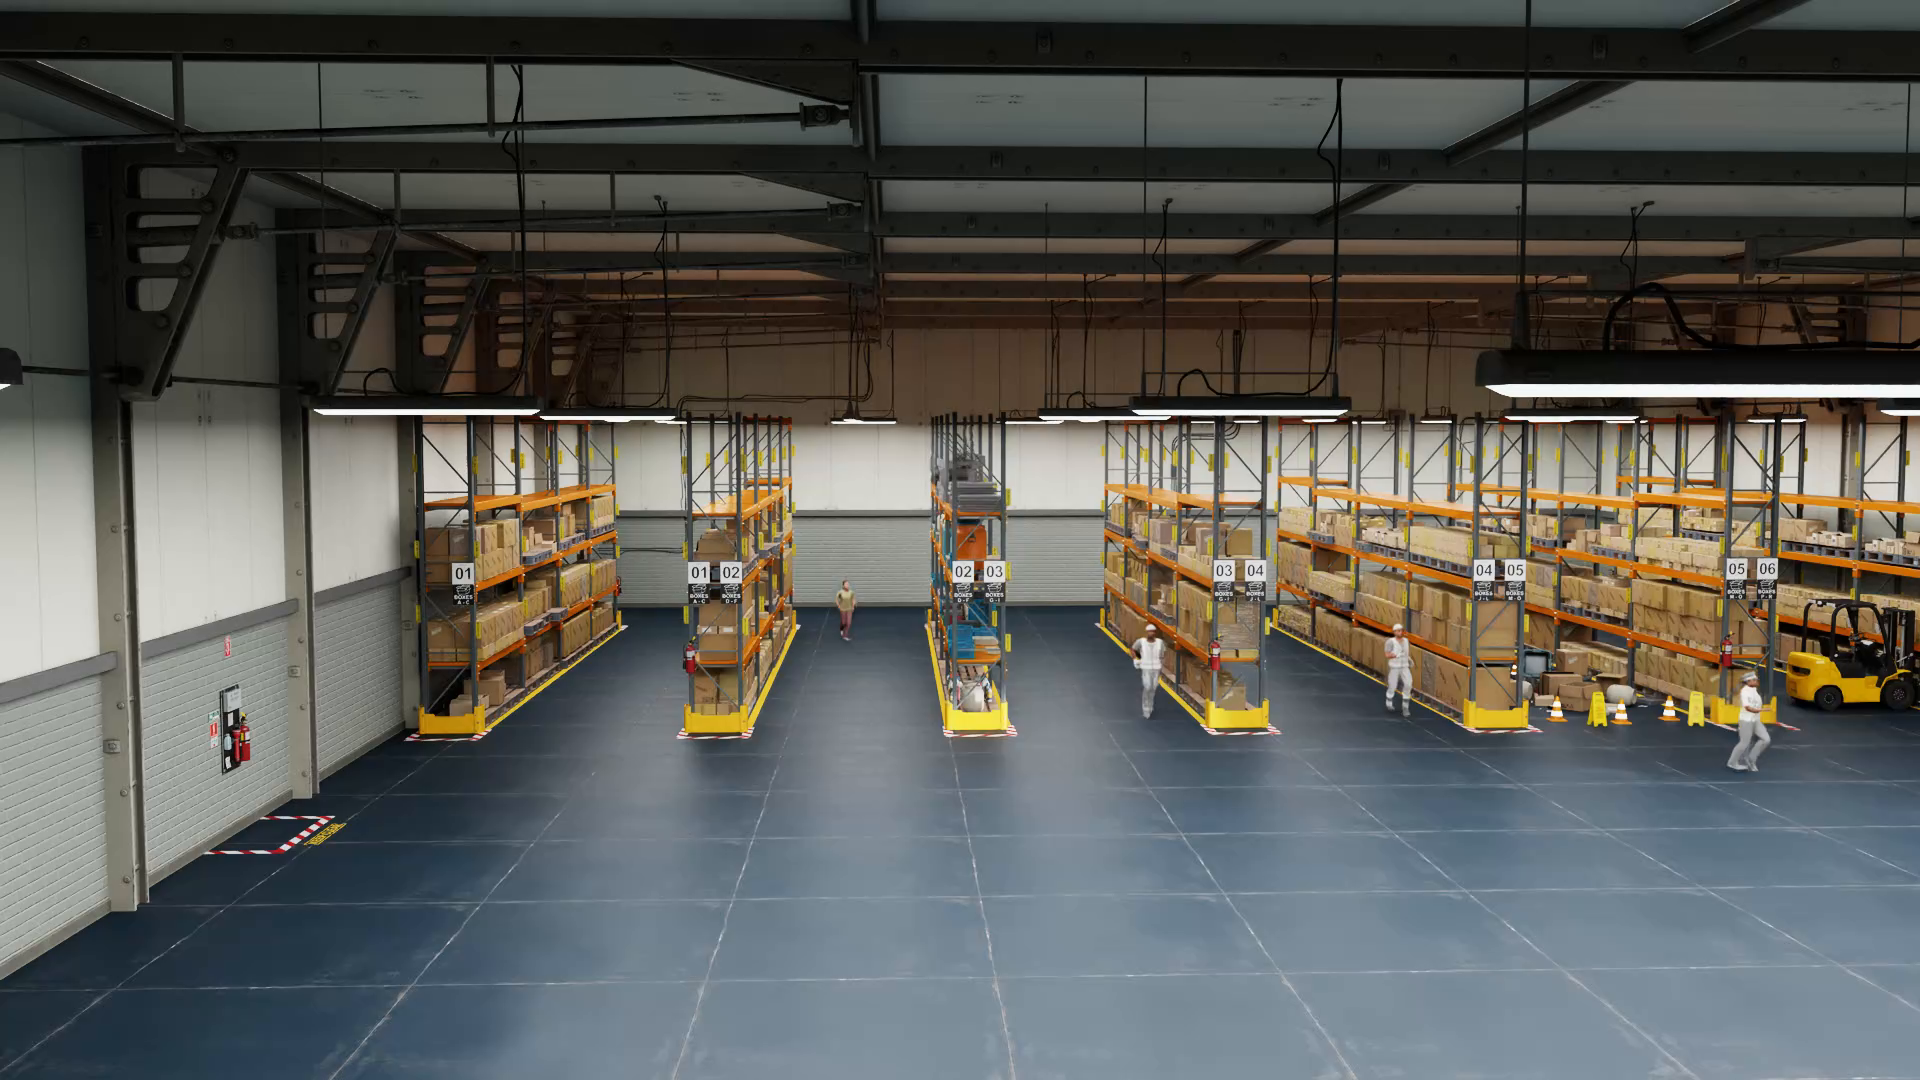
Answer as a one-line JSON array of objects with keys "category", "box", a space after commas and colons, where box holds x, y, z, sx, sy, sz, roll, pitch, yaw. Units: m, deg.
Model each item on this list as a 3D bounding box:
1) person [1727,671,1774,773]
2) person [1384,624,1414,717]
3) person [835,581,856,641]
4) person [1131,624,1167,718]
[{"category": "person", "box": [13.090, 3.008, 27.501, 0.544, 1.706, 0.688, -4, 5, -45]}, {"category": "person", "box": [8.727, 2.580, 33.038, 0.643, 1.845, 0.774, -1, 4, -8]}, {"category": "person", "box": [-3.062, 1.893, 44.657, 0.559, 1.615, 0.552, -1, 4, -17]}, {"category": "person", "box": [3.774, 2.591, 32.950, 0.670, 1.843, 0.760, -1, 4, -10]}]
